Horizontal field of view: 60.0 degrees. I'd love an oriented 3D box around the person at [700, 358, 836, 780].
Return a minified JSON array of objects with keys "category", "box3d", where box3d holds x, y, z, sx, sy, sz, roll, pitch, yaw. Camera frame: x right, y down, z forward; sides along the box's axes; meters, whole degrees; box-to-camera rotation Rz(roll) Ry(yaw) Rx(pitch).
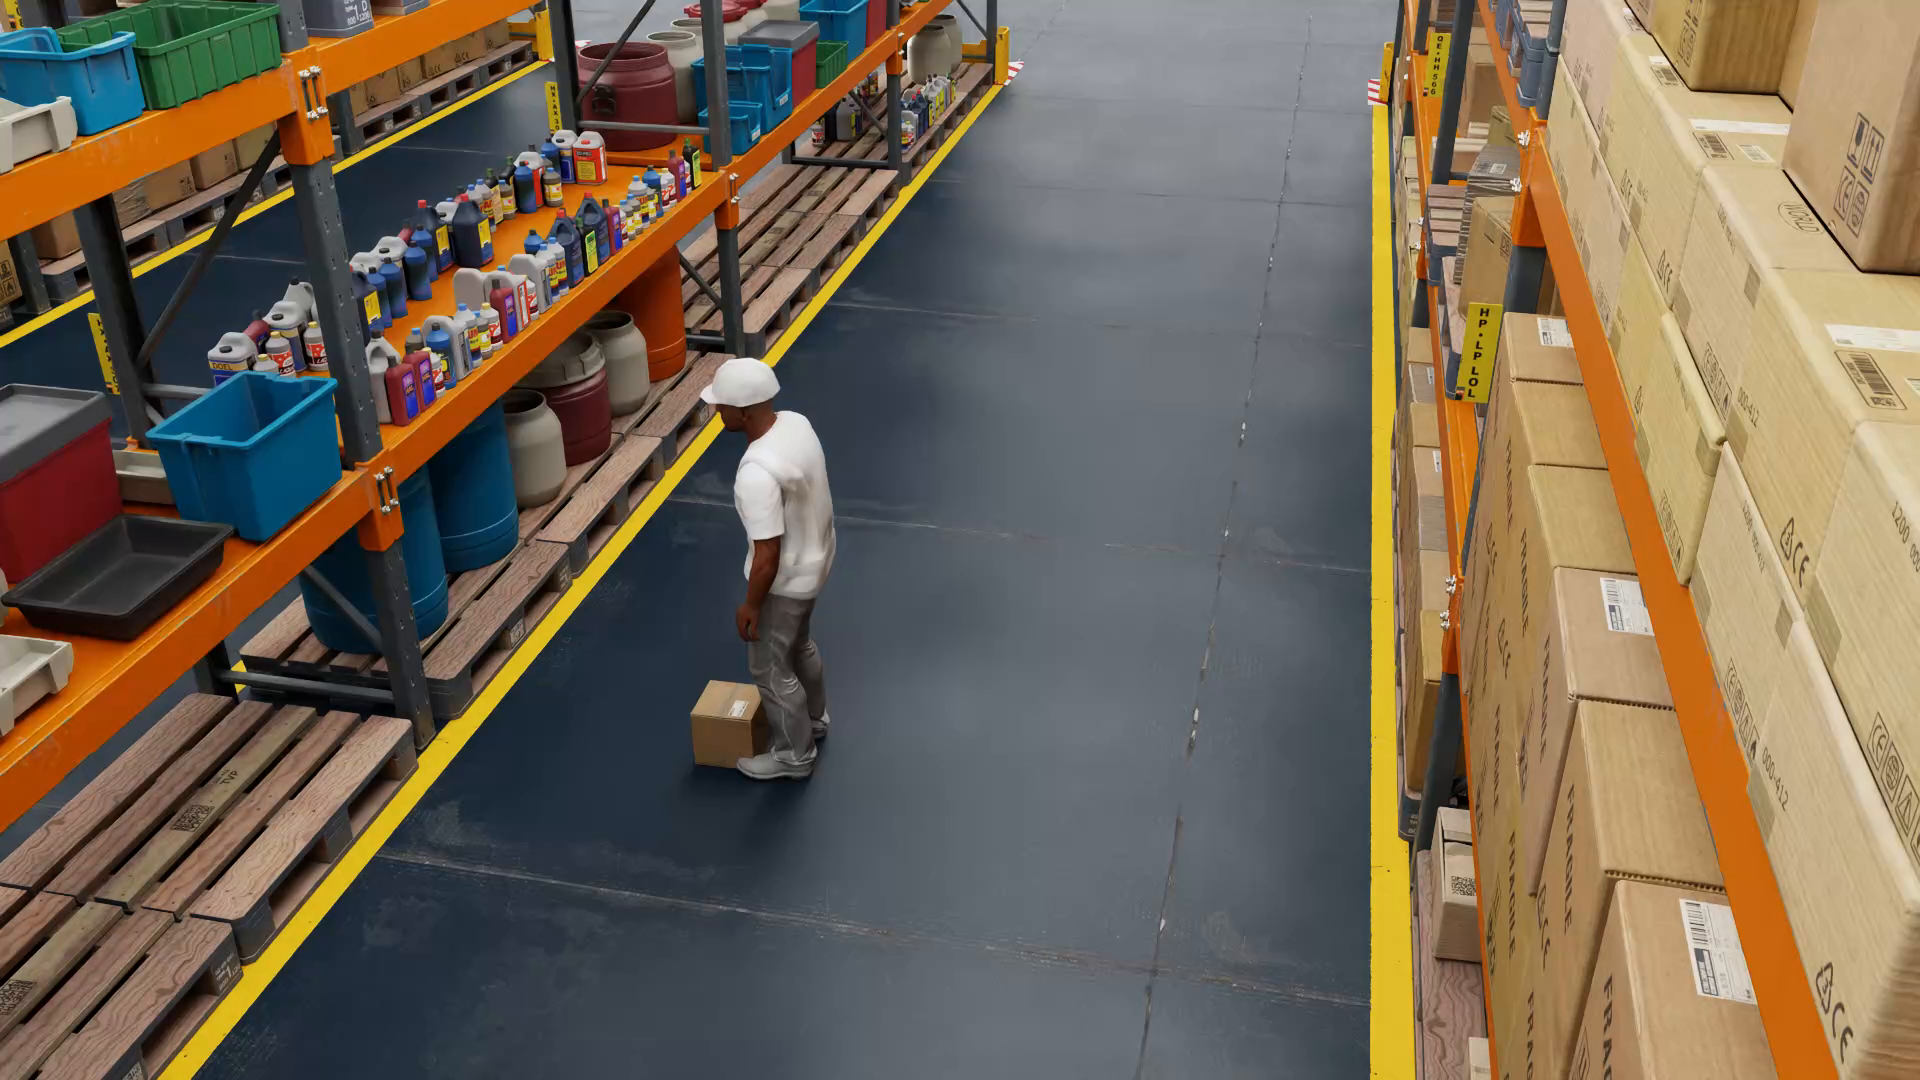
[{"category":"person","box3d":[-0.712,0.115,6.394,0.458,1.761,0.638,5,29,9]}]
